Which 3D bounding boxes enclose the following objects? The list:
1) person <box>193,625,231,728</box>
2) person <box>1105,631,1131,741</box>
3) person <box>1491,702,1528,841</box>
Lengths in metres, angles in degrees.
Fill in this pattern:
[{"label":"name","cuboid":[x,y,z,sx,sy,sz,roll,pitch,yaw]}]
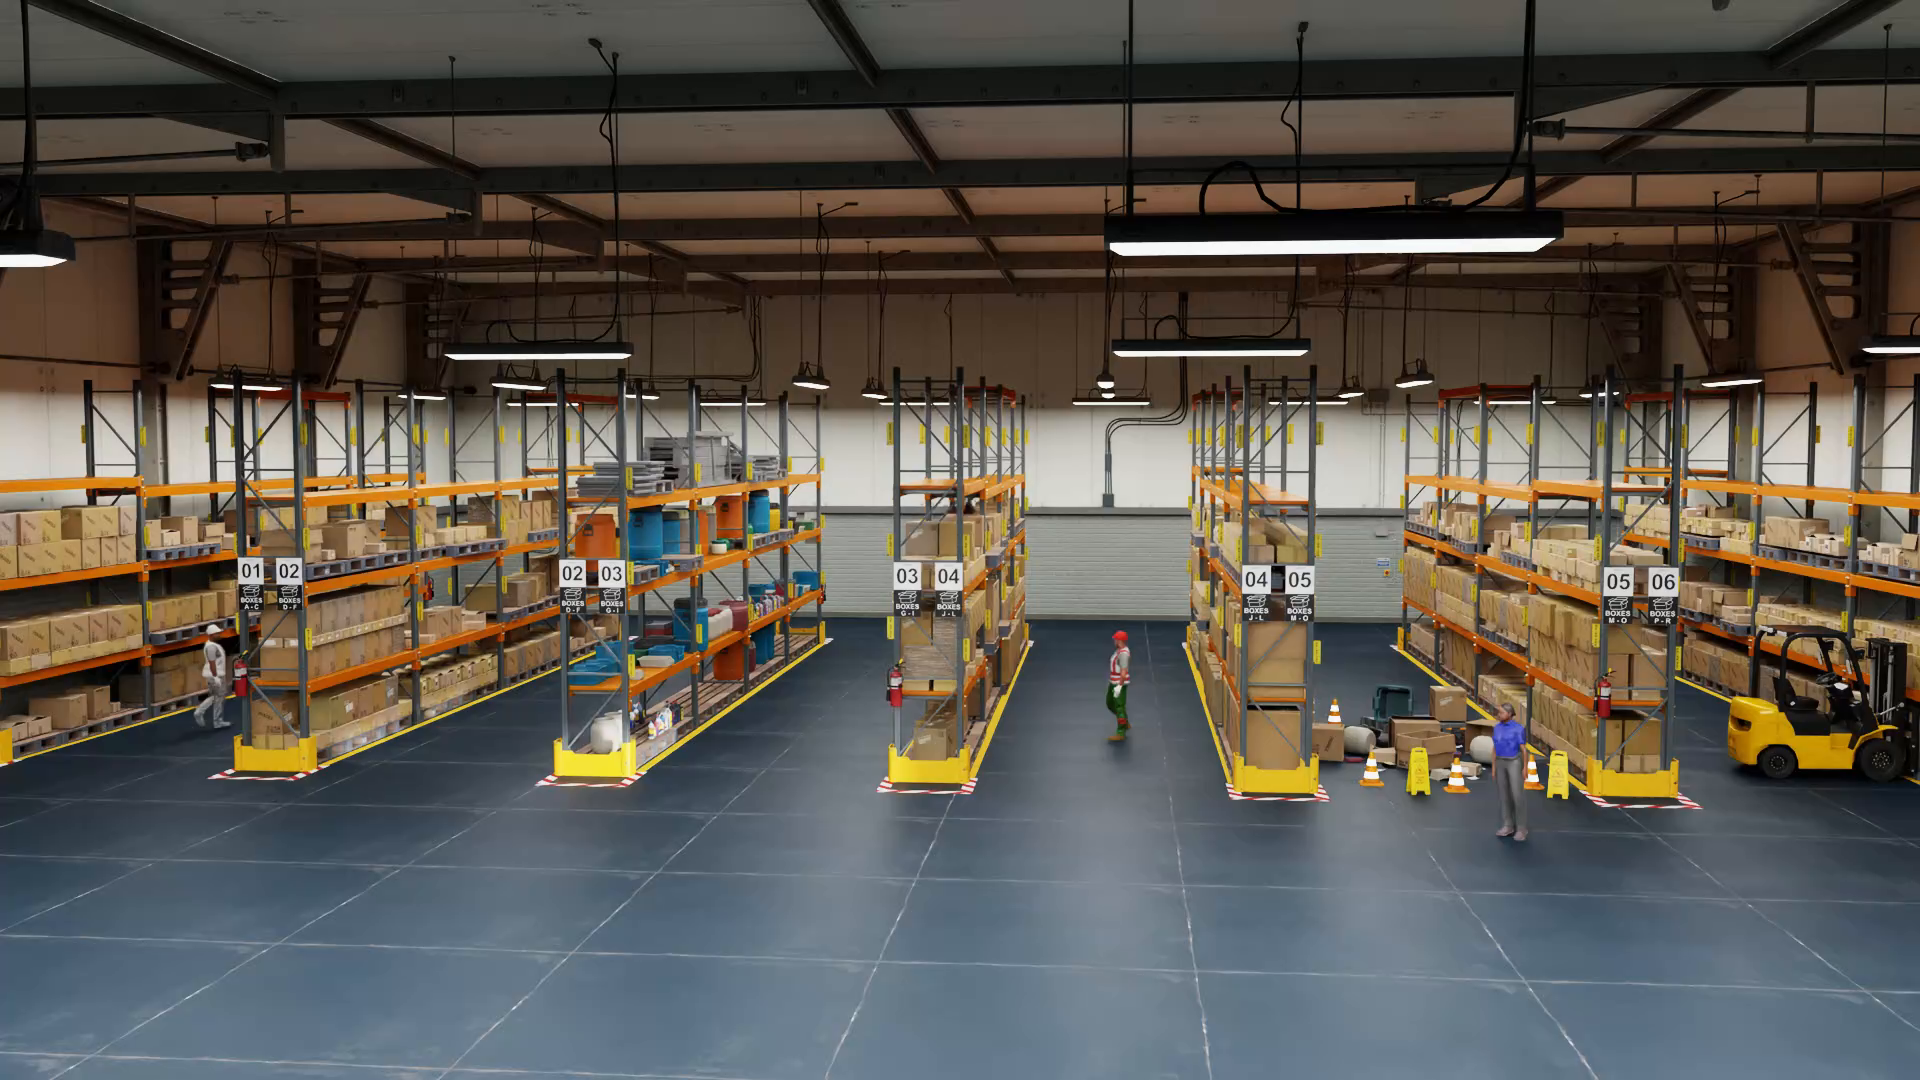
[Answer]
[{"label":"person","cuboid":[-12.792,2.333,28.431,0.538,1.779,0.610,3,5,40]},{"label":"person","cuboid":[2.638,2.389,27.530,0.489,1.789,0.628,-1,4,-10]},{"label":"person","cuboid":[6.883,2.898,20.843,0.344,1.689,0.555,-3,4,-36]}]
